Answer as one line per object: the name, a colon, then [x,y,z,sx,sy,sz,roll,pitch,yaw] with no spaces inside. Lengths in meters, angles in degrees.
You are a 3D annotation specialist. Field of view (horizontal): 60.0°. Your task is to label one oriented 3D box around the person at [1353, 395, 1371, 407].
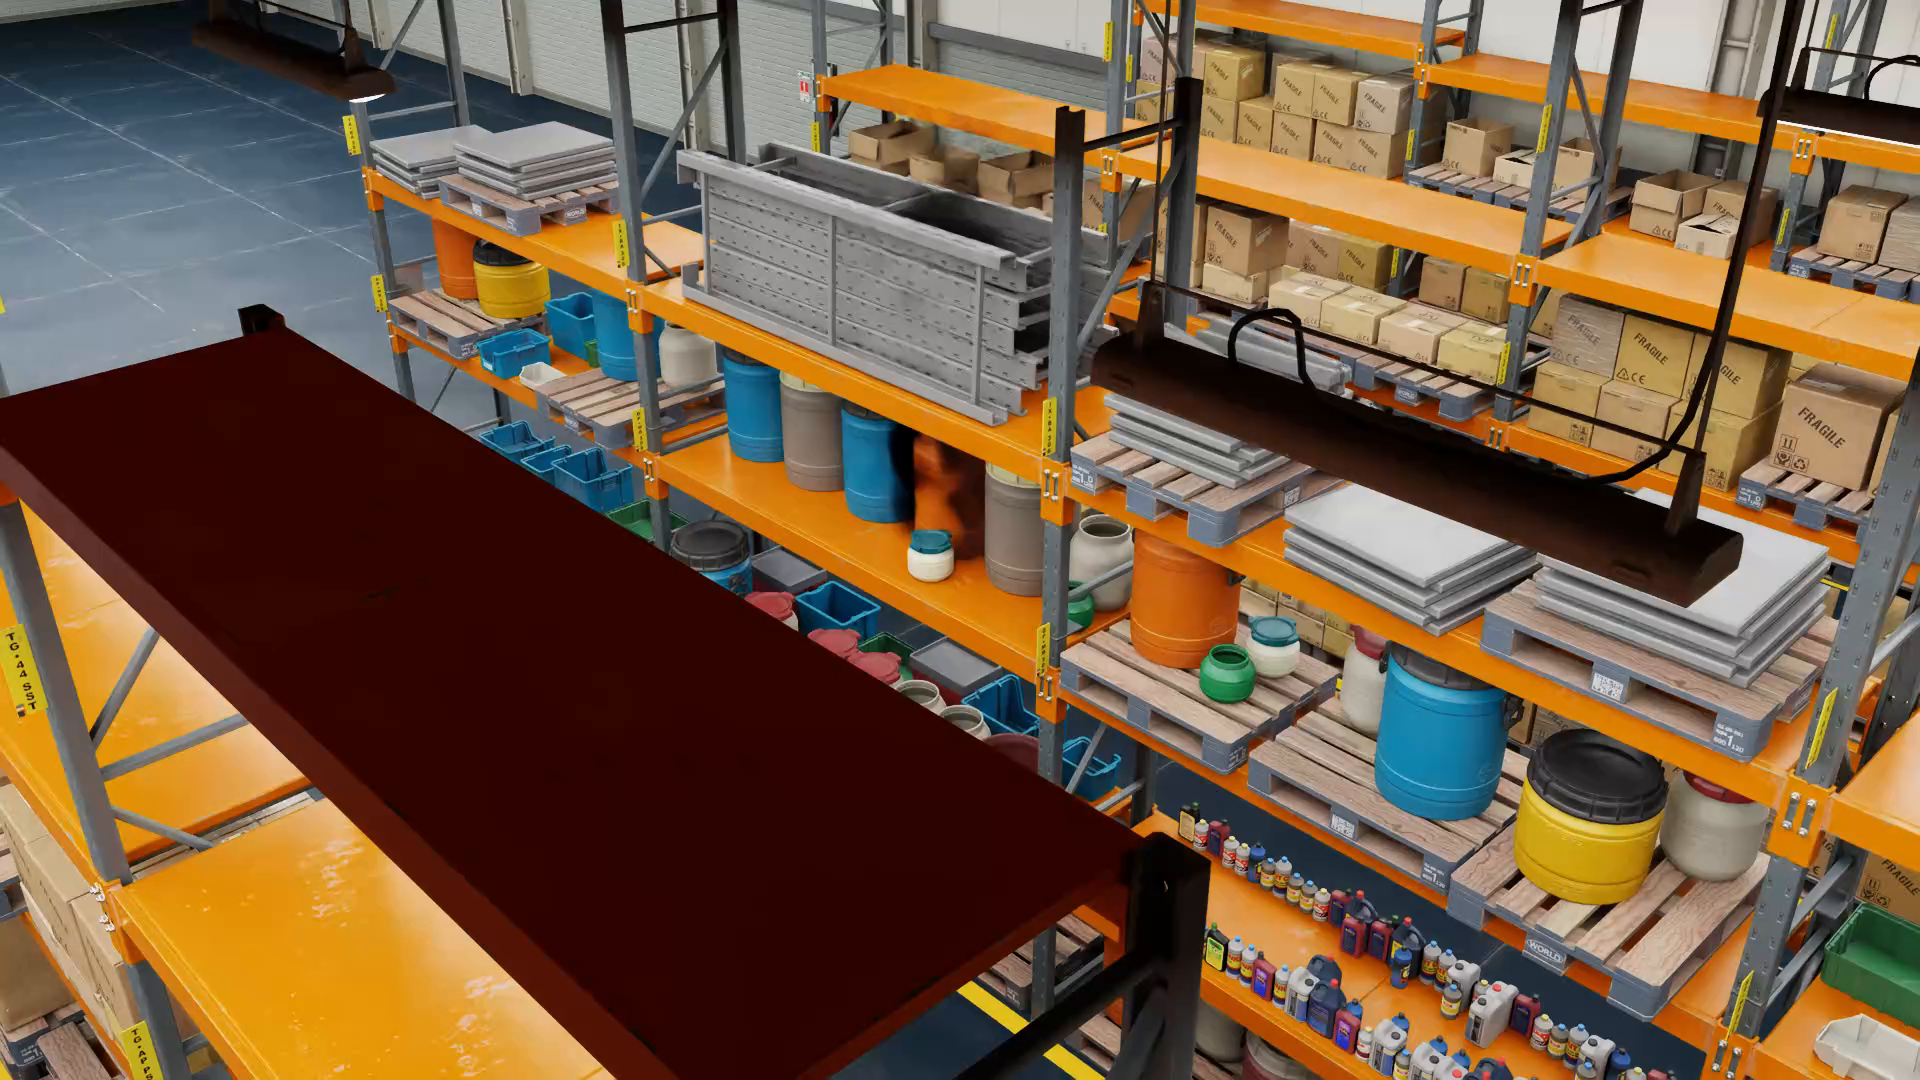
person: [3.895,-0.902,16.807,0.889,1.590,0.534,21,35,34]
